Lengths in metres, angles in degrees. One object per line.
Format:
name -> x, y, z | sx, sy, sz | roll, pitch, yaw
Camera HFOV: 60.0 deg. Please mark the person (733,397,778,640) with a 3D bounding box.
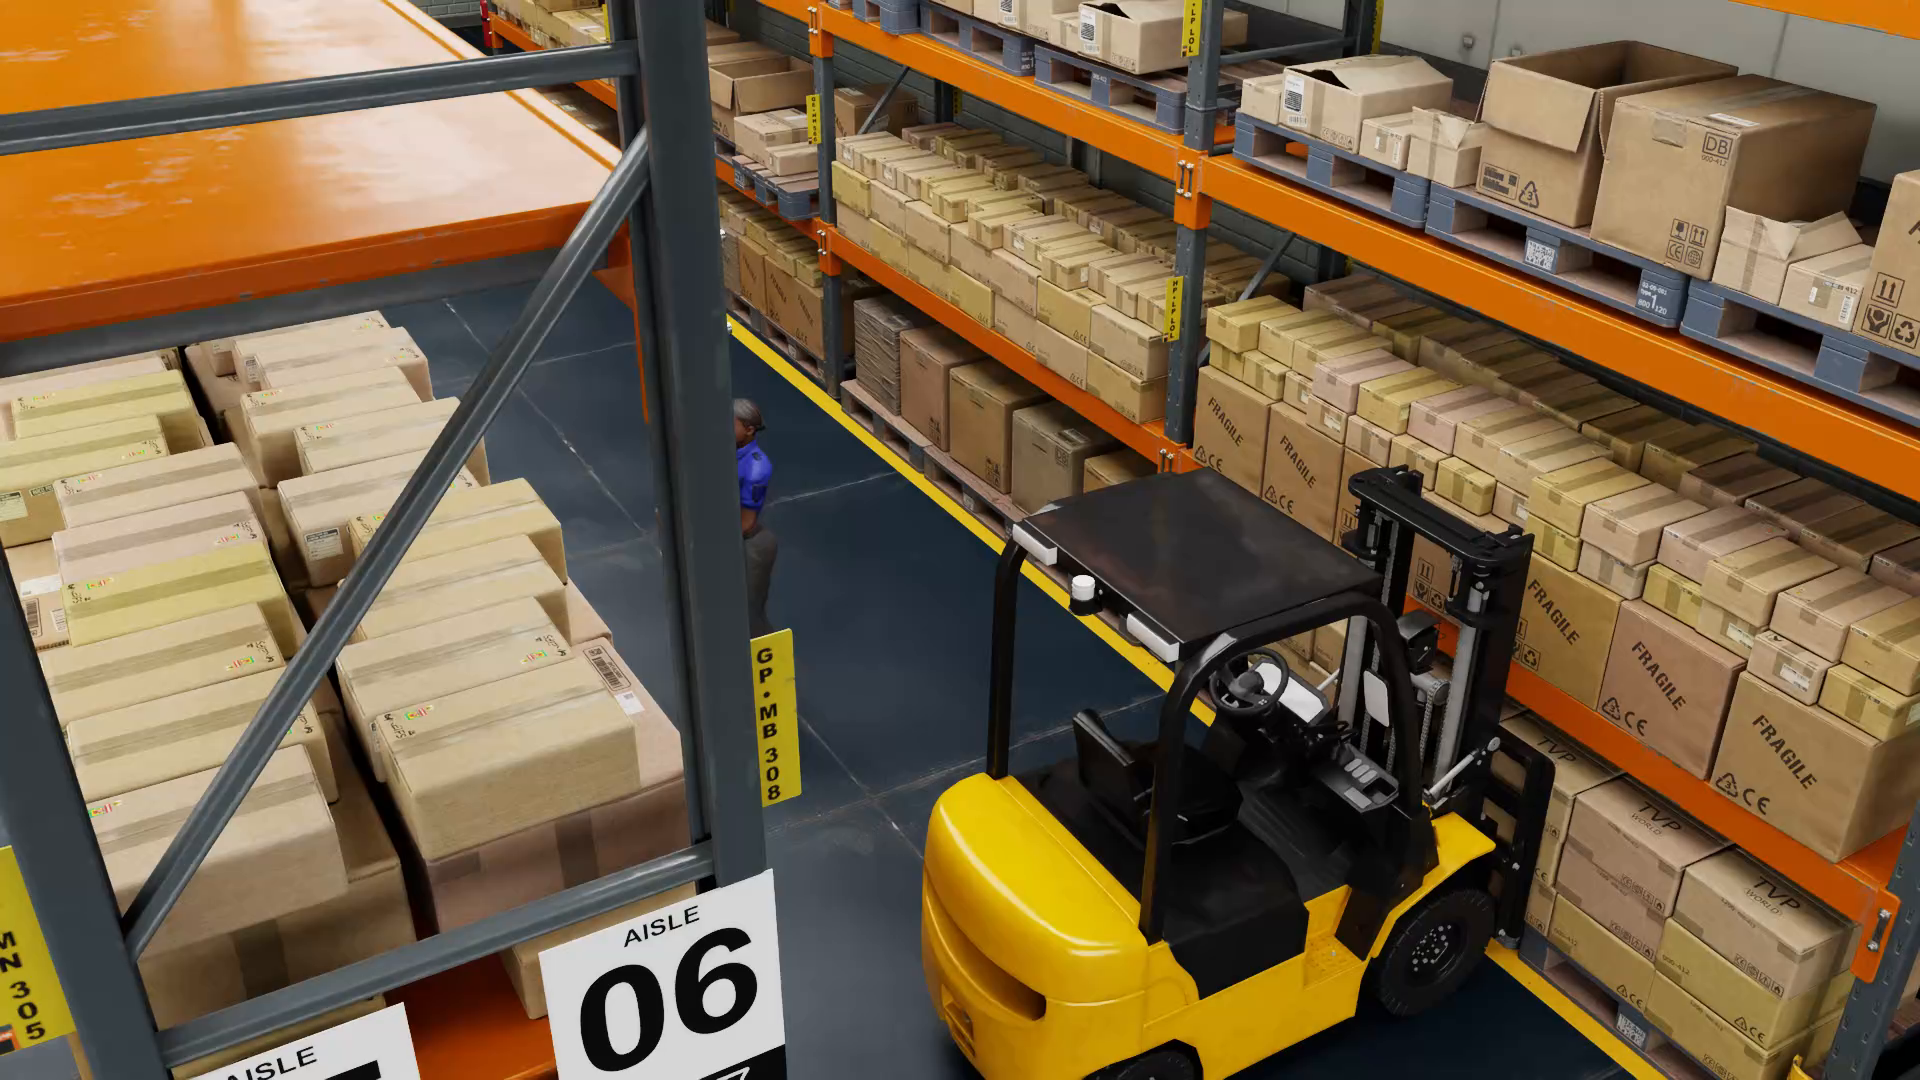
person -> -1.185, 0.060, 8.463 | 0.503, 1.654, 0.450 | -16, 33, -26
